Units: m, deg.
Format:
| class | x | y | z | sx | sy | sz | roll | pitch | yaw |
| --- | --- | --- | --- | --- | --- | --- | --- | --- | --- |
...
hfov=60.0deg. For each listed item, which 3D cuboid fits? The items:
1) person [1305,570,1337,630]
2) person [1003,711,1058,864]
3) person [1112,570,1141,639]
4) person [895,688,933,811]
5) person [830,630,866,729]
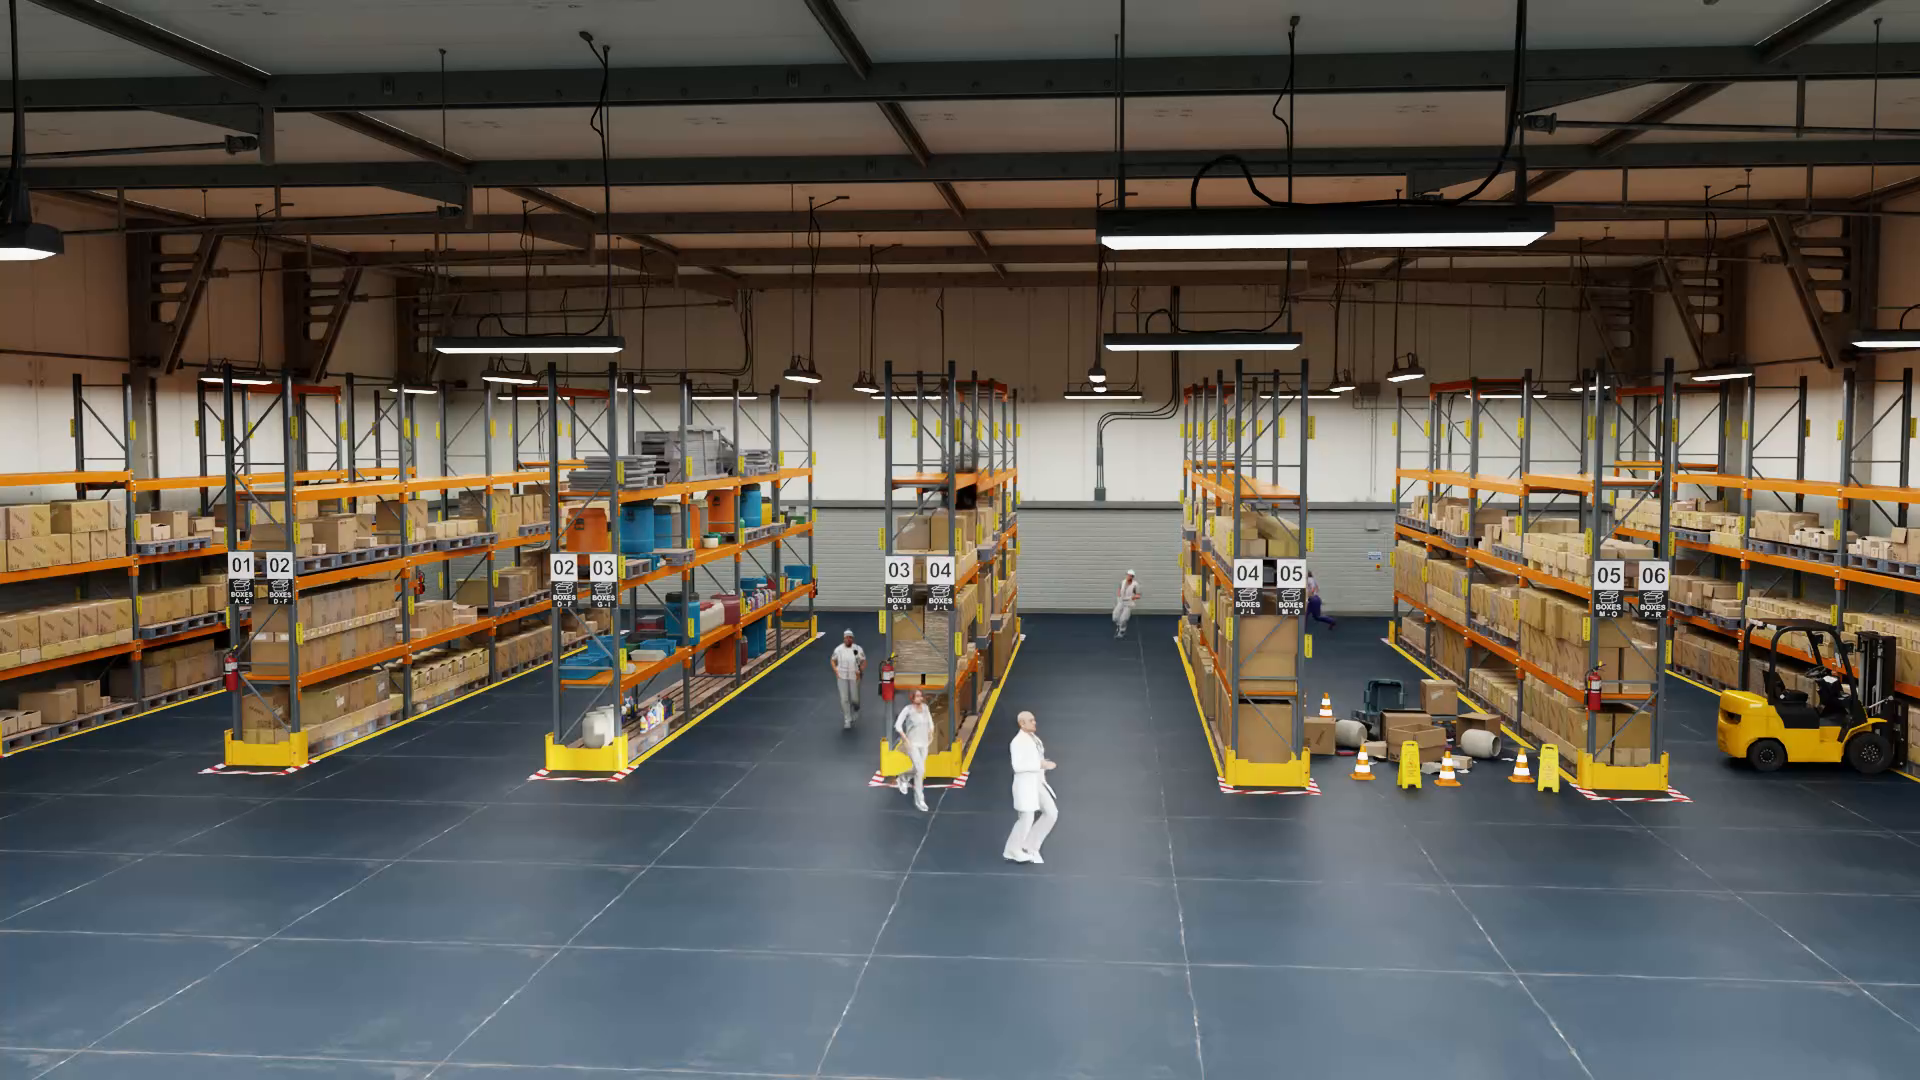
| class | x | y | z | sx | sy | sz | roll | pitch | yaw |
| --- | --- | --- | --- | --- | --- | --- | --- | --- | --- |
| person | 8.668 | 1.547 | 40.543 | 1.032 | 1.650 | 0.607 | 1 | 4 | 8 |
| person | 0.835 | 2.869 | 19.137 | 0.728 | 1.800 | 0.684 | 2 | 4 | 32 |
| person | 3.958 | 1.542 | 39.702 | 0.755 | 1.688 | 0.559 | 2 | 5 | 33 |
| person | -0.621 | 2.753 | 22.181 | 0.537 | 1.610 | 0.721 | -3 | 5 | -35 |
| person | -1.890 | 2.337 | 28.108 | 0.614 | 1.638 | 0.598 | 0 | 4 | -1 |
